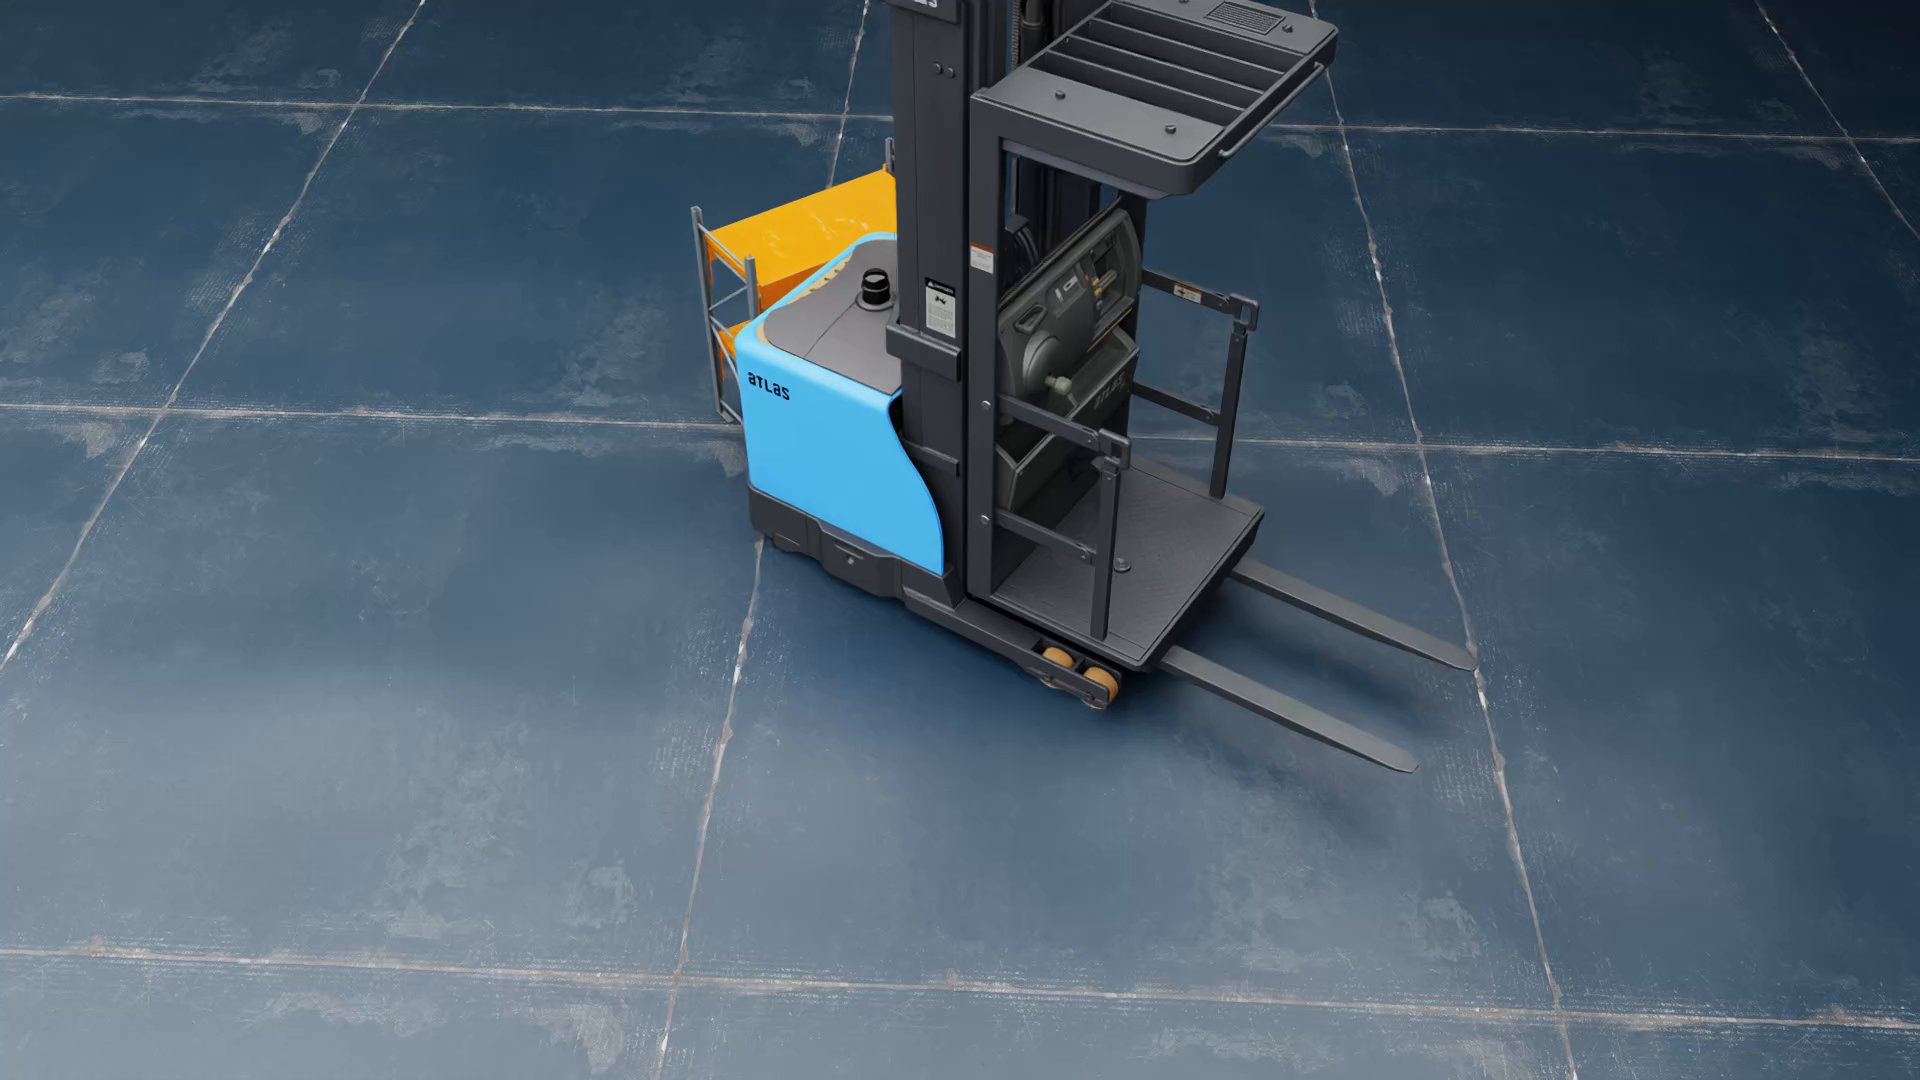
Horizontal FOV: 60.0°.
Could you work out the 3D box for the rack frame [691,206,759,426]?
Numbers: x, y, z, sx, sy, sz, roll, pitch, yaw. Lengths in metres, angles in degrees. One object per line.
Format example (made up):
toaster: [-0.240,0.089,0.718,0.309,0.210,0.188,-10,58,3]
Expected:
rack frame: [-1.015,-0.902,7.478,0.032,1.125,0.500,-26,49,-25]

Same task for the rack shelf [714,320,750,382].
rack shelf: [-0.602,-0.924,7.861,1.000,0.278,0.538,-26,49,-25]

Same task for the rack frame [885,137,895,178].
rack frame: [-0.189,-1.305,7.911,0.032,1.125,0.500,-26,49,-25]

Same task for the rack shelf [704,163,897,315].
rack shelf: [-0.602,-1.318,7.495,1.000,0.278,0.538,-26,49,-25]

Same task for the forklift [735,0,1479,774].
forklift: [0.587,-0.818,6.063,3.031,2.935,1.130,25,48,24]

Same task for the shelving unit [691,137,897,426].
shelving unit: [-0.602,-1.103,7.695,1.048,1.125,0.538,-26,49,-25]
